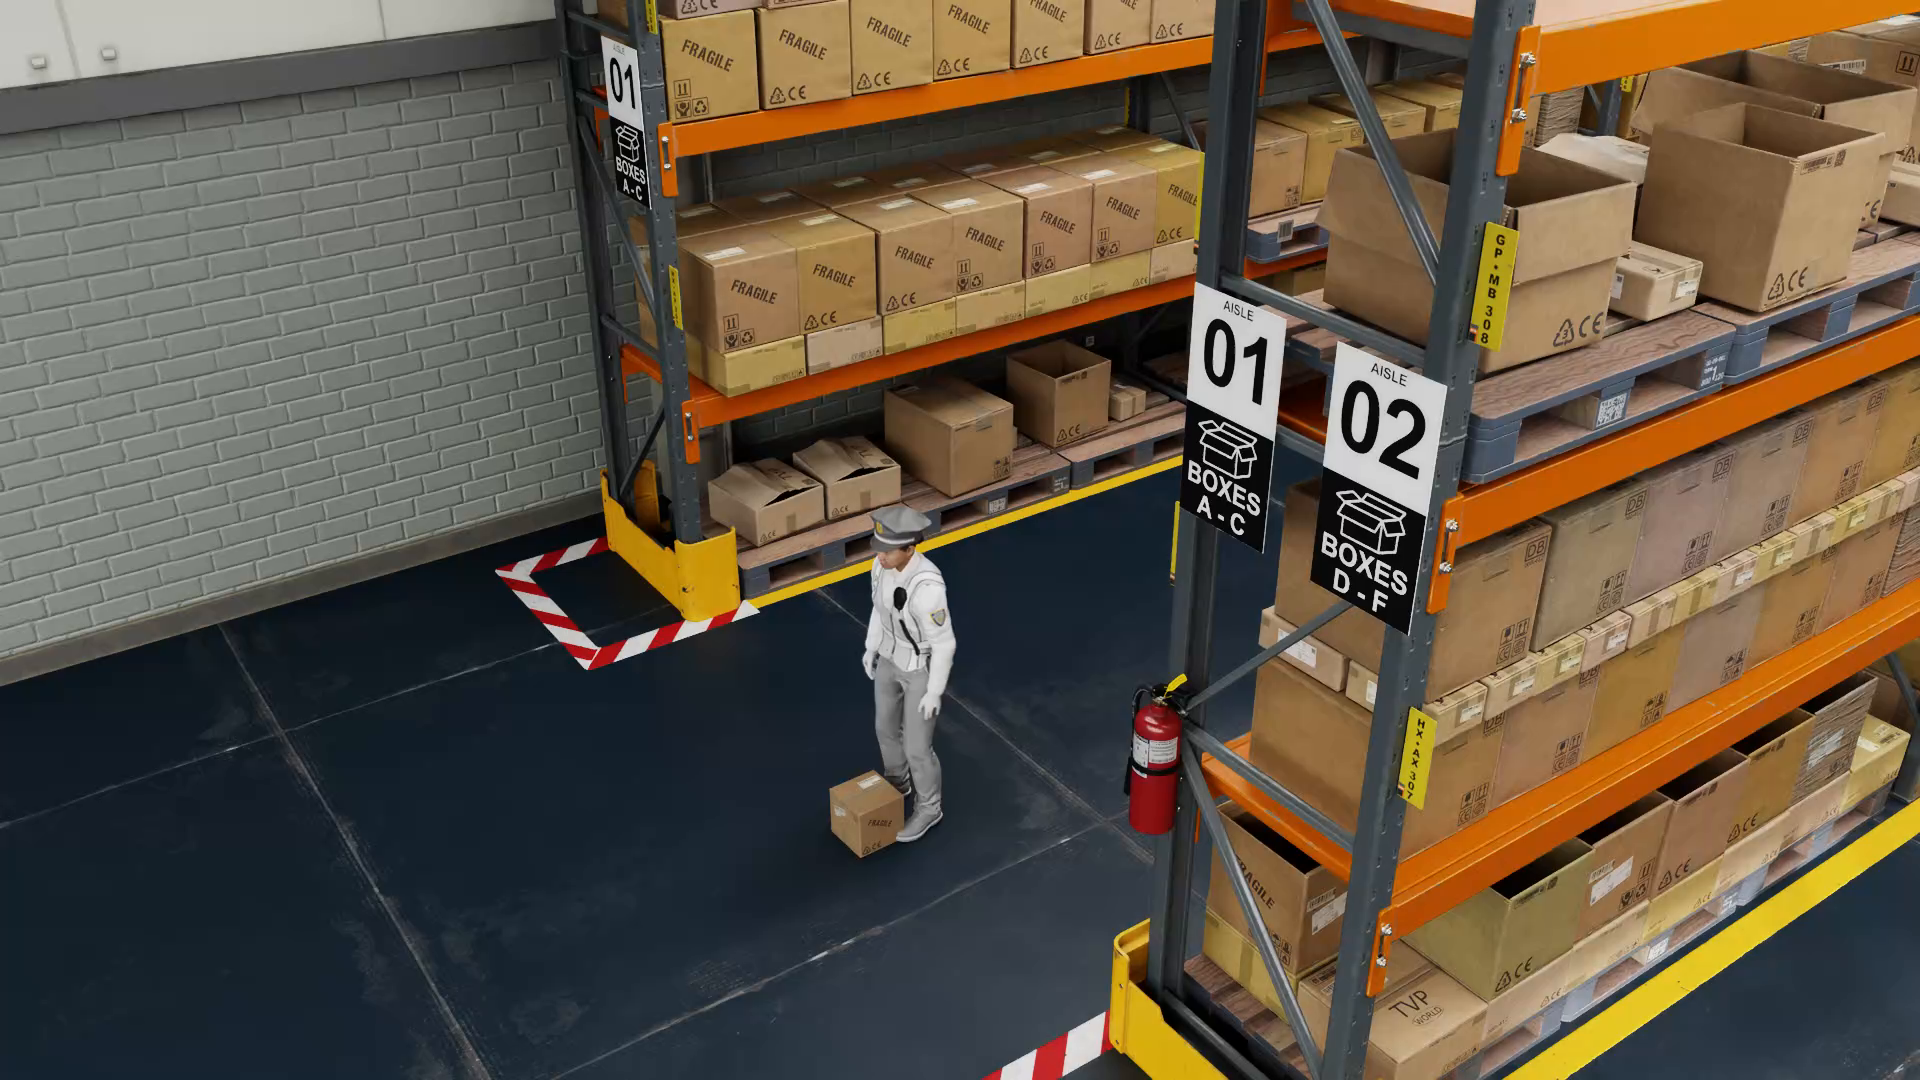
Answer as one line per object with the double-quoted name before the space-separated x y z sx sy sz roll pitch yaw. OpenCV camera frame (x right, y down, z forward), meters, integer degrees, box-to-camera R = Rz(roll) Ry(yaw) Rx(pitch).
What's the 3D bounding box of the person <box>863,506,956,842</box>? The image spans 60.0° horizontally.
"person" -0.237 0.589 7.543 0.369 1.667 0.546 -21 35 -33
